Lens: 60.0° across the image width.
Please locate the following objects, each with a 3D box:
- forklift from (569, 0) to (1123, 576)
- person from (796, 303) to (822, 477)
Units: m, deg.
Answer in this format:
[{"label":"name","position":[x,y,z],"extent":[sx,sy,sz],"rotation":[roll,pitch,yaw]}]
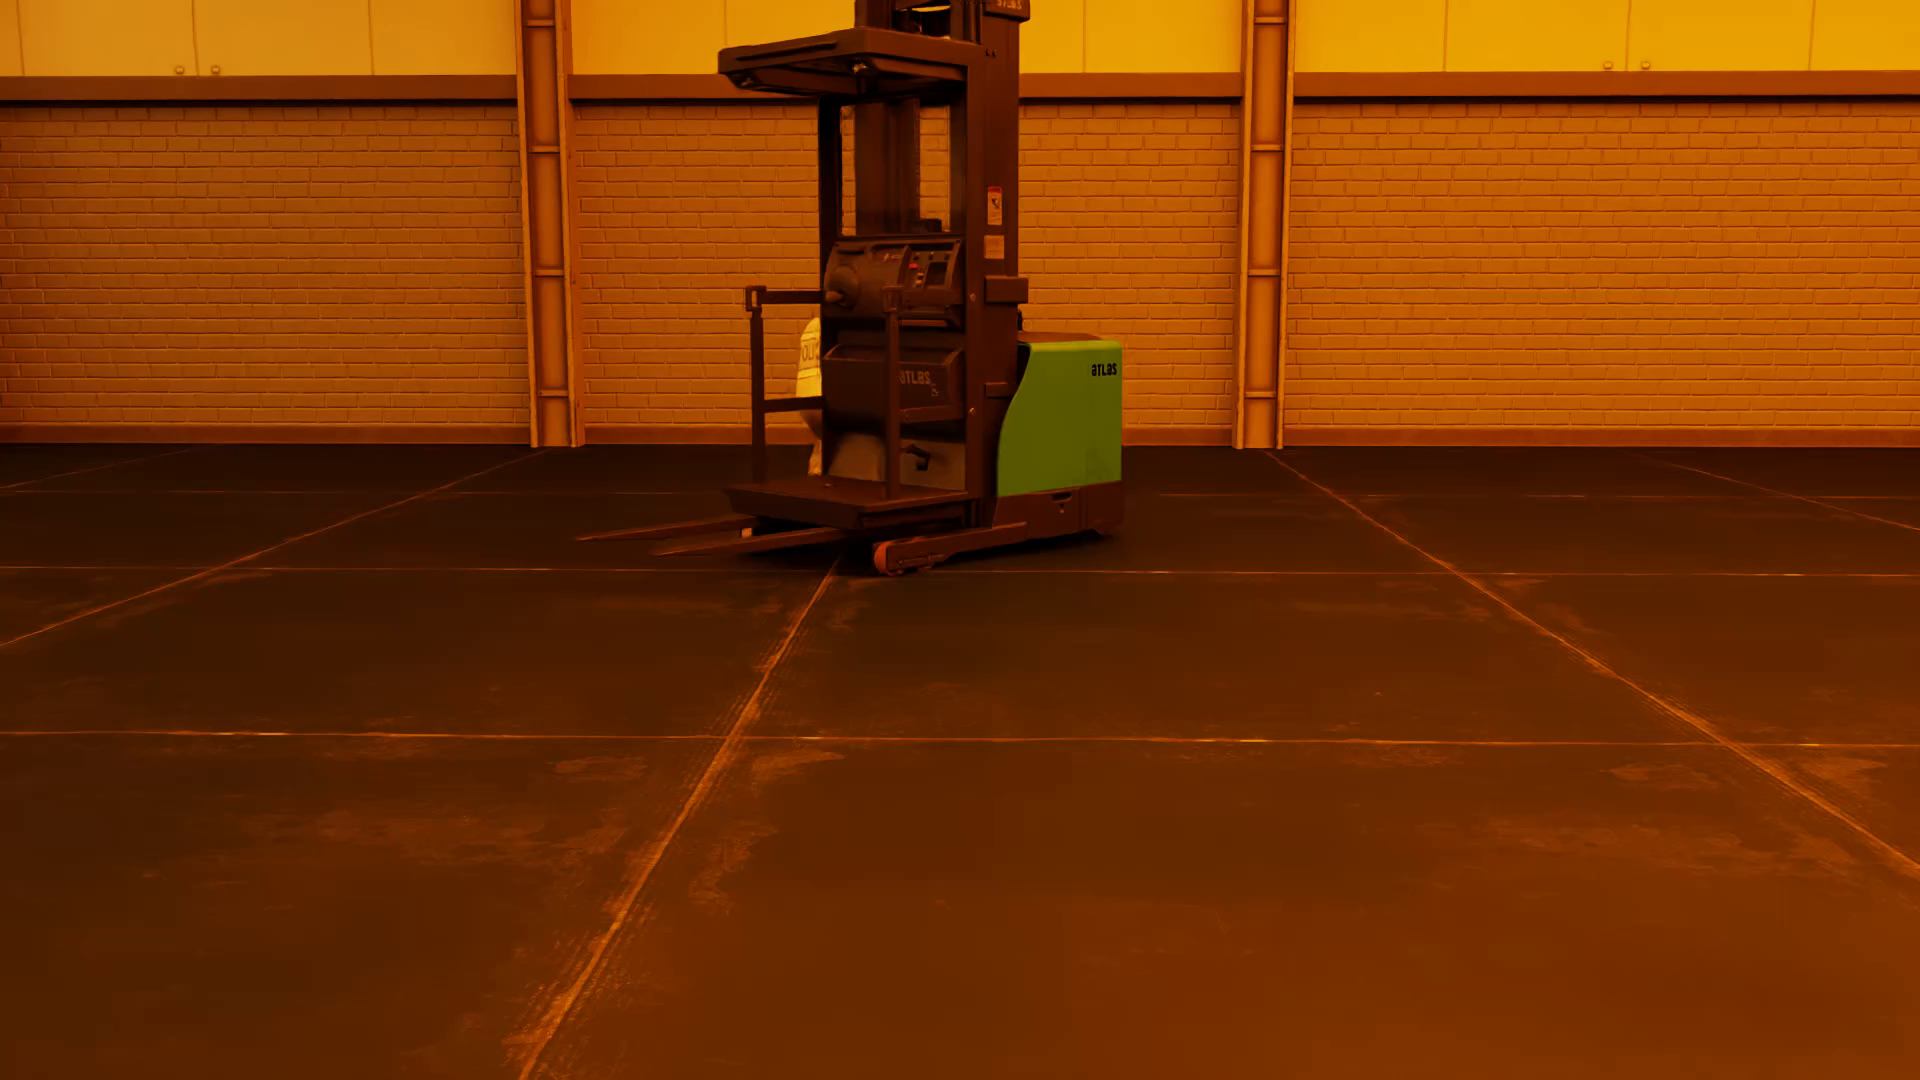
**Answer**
[{"label":"forklift","position":[-0.490,-1.363,8.215],"extent":[1.130,2.935,3.031],"rotation":[8,12,43]},{"label":"person","position":[-0.681,-0.974,10.816],"extent":[0.690,1.397,0.973],"rotation":[4,9,22]}]
